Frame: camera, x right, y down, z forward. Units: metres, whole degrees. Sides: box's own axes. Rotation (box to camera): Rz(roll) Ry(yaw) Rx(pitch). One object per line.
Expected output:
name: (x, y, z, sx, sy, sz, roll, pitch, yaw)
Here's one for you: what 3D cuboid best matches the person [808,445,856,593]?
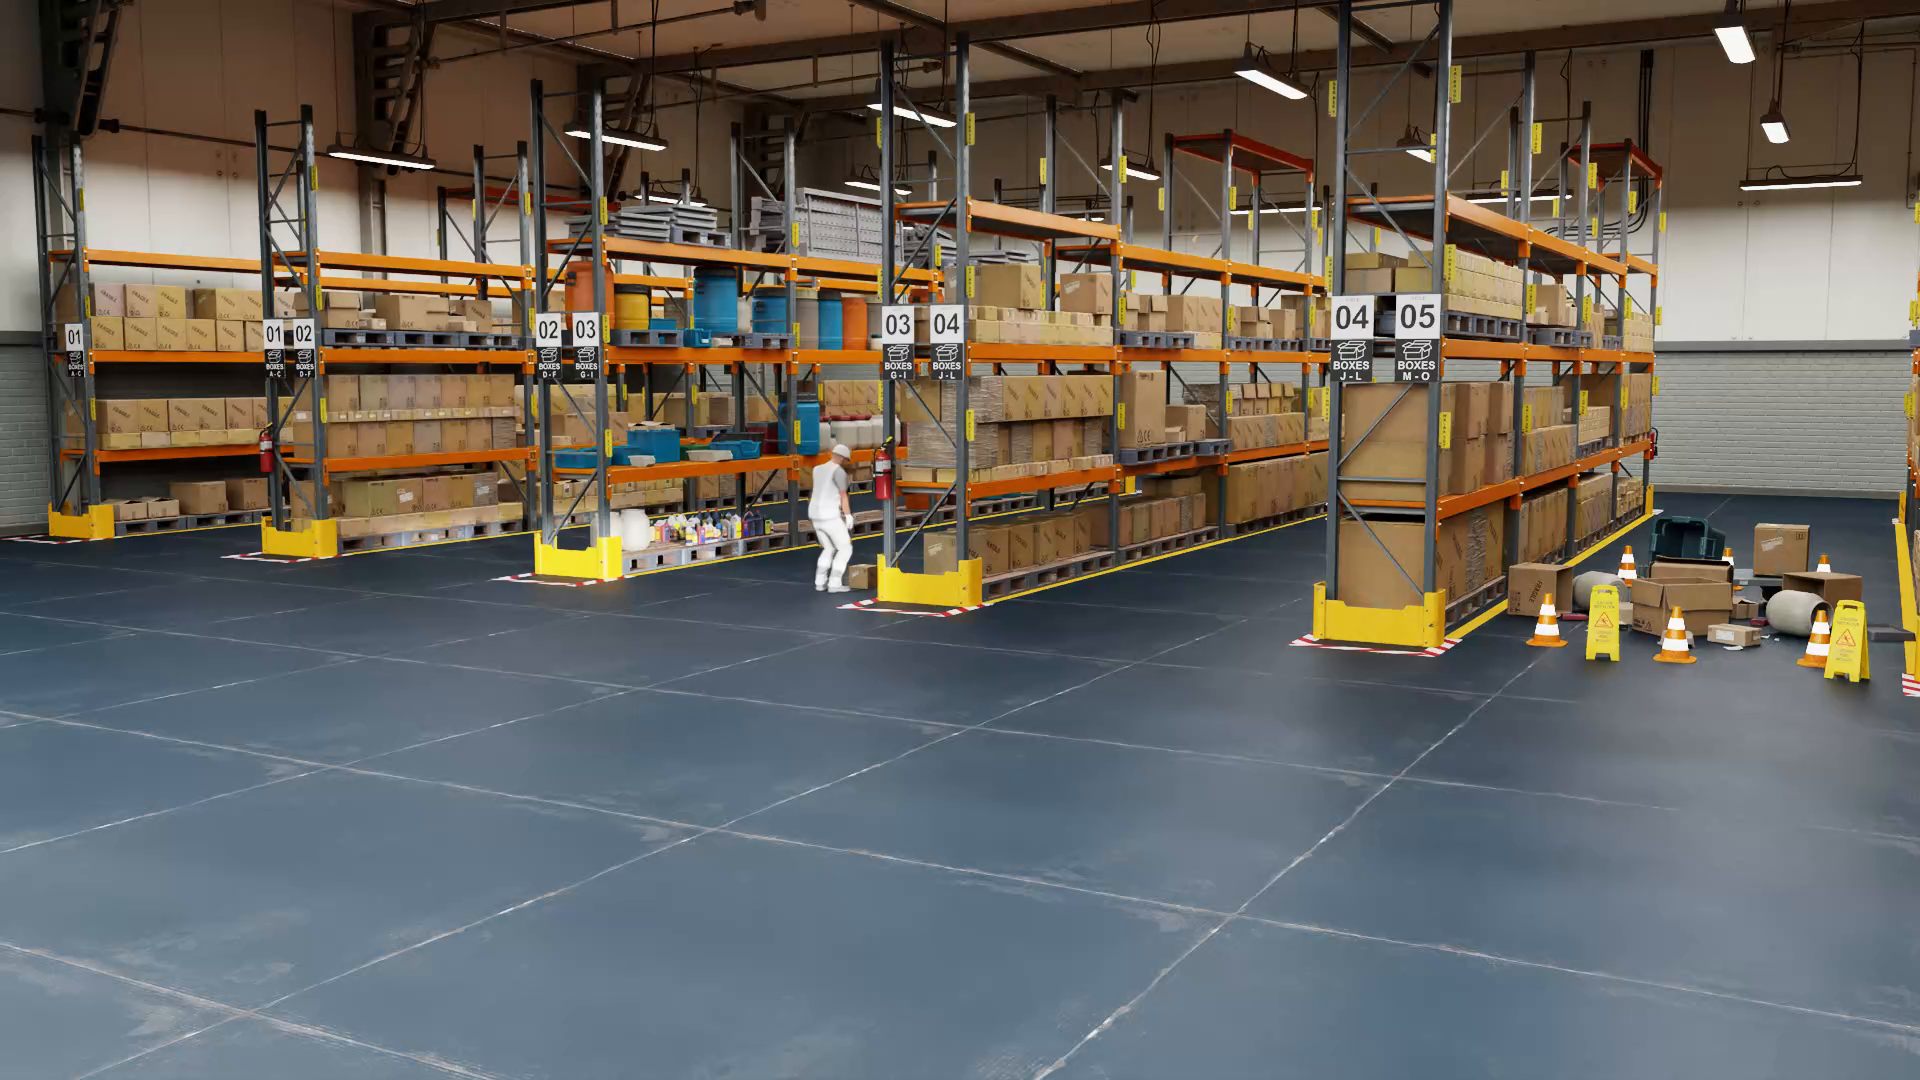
person: (-1.465, -0.251, 19.020, 0.558, 1.666, 0.560, -5, 8, -39)
